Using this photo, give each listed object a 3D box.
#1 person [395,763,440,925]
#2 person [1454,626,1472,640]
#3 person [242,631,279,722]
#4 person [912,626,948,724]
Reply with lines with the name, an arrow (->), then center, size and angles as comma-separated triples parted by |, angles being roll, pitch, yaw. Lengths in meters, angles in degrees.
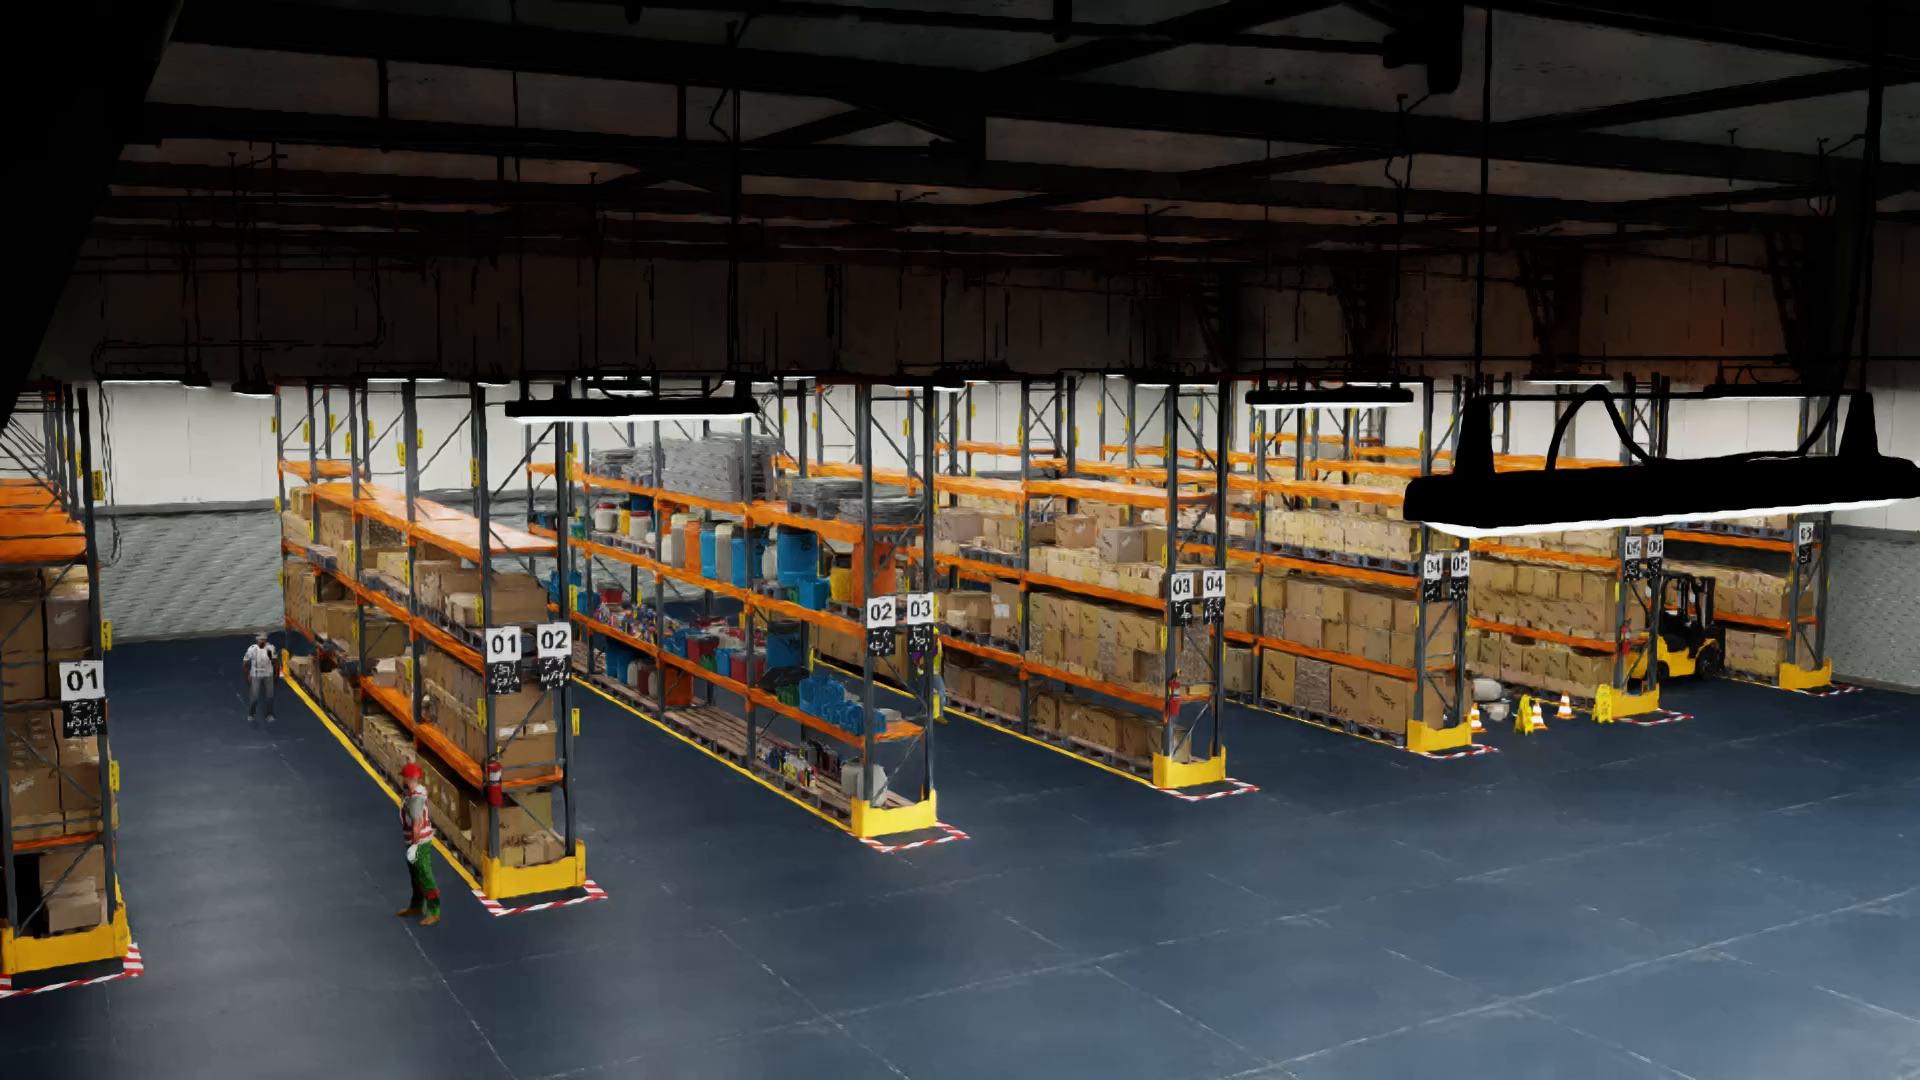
person -> -6.129, 3.386, 18.711 | 0.482, 1.780, 0.695 | -2, 7, -19
person -> 11.038, 1.485, 36.682 | 0.544, 1.657, 0.598 | 0, 6, -2
person -> -12.165, 2.363, 28.966 | 0.592, 1.629, 0.531 | -4, 7, -32
person -> -0.512, 2.318, 28.967 | 0.734, 1.697, 0.856 | -3, 7, -25
